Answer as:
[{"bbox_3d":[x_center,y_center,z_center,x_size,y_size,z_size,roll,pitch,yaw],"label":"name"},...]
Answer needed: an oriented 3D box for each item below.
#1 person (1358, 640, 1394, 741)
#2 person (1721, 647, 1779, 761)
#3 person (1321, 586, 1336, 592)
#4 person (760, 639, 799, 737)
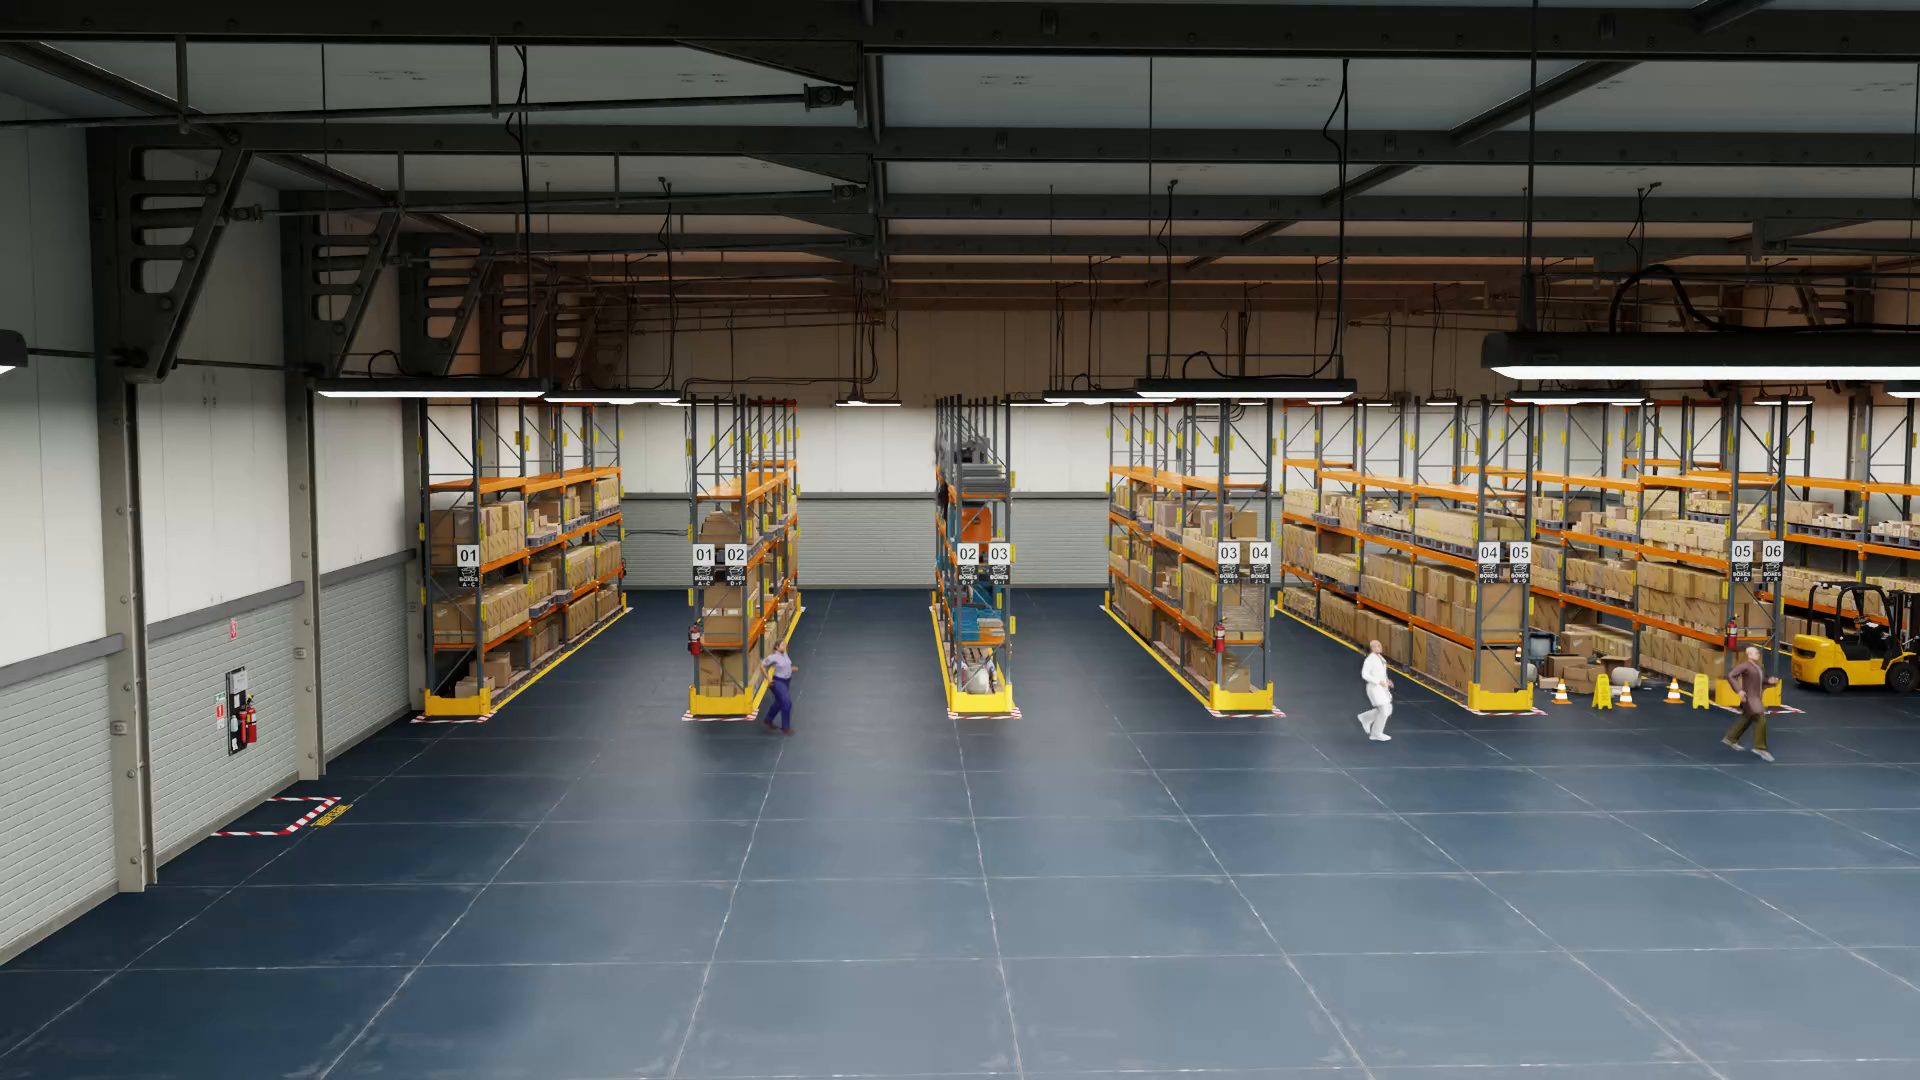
[{"bbox_3d":[7.192,2.593,28.775,0.653,1.724,0.707,3,6,36],"label":"person"},{"bbox_3d":[13.011,2.673,27.387,0.895,1.837,0.679,4,6,43],"label":"person"},{"bbox_3d":[10.795,1.007,48.923,0.650,1.751,0.760,-3,5,-32],"label":"person"},{"bbox_3d":[-3.175,2.599,29.311,0.749,1.711,0.582,2,5,22],"label":"person"}]
